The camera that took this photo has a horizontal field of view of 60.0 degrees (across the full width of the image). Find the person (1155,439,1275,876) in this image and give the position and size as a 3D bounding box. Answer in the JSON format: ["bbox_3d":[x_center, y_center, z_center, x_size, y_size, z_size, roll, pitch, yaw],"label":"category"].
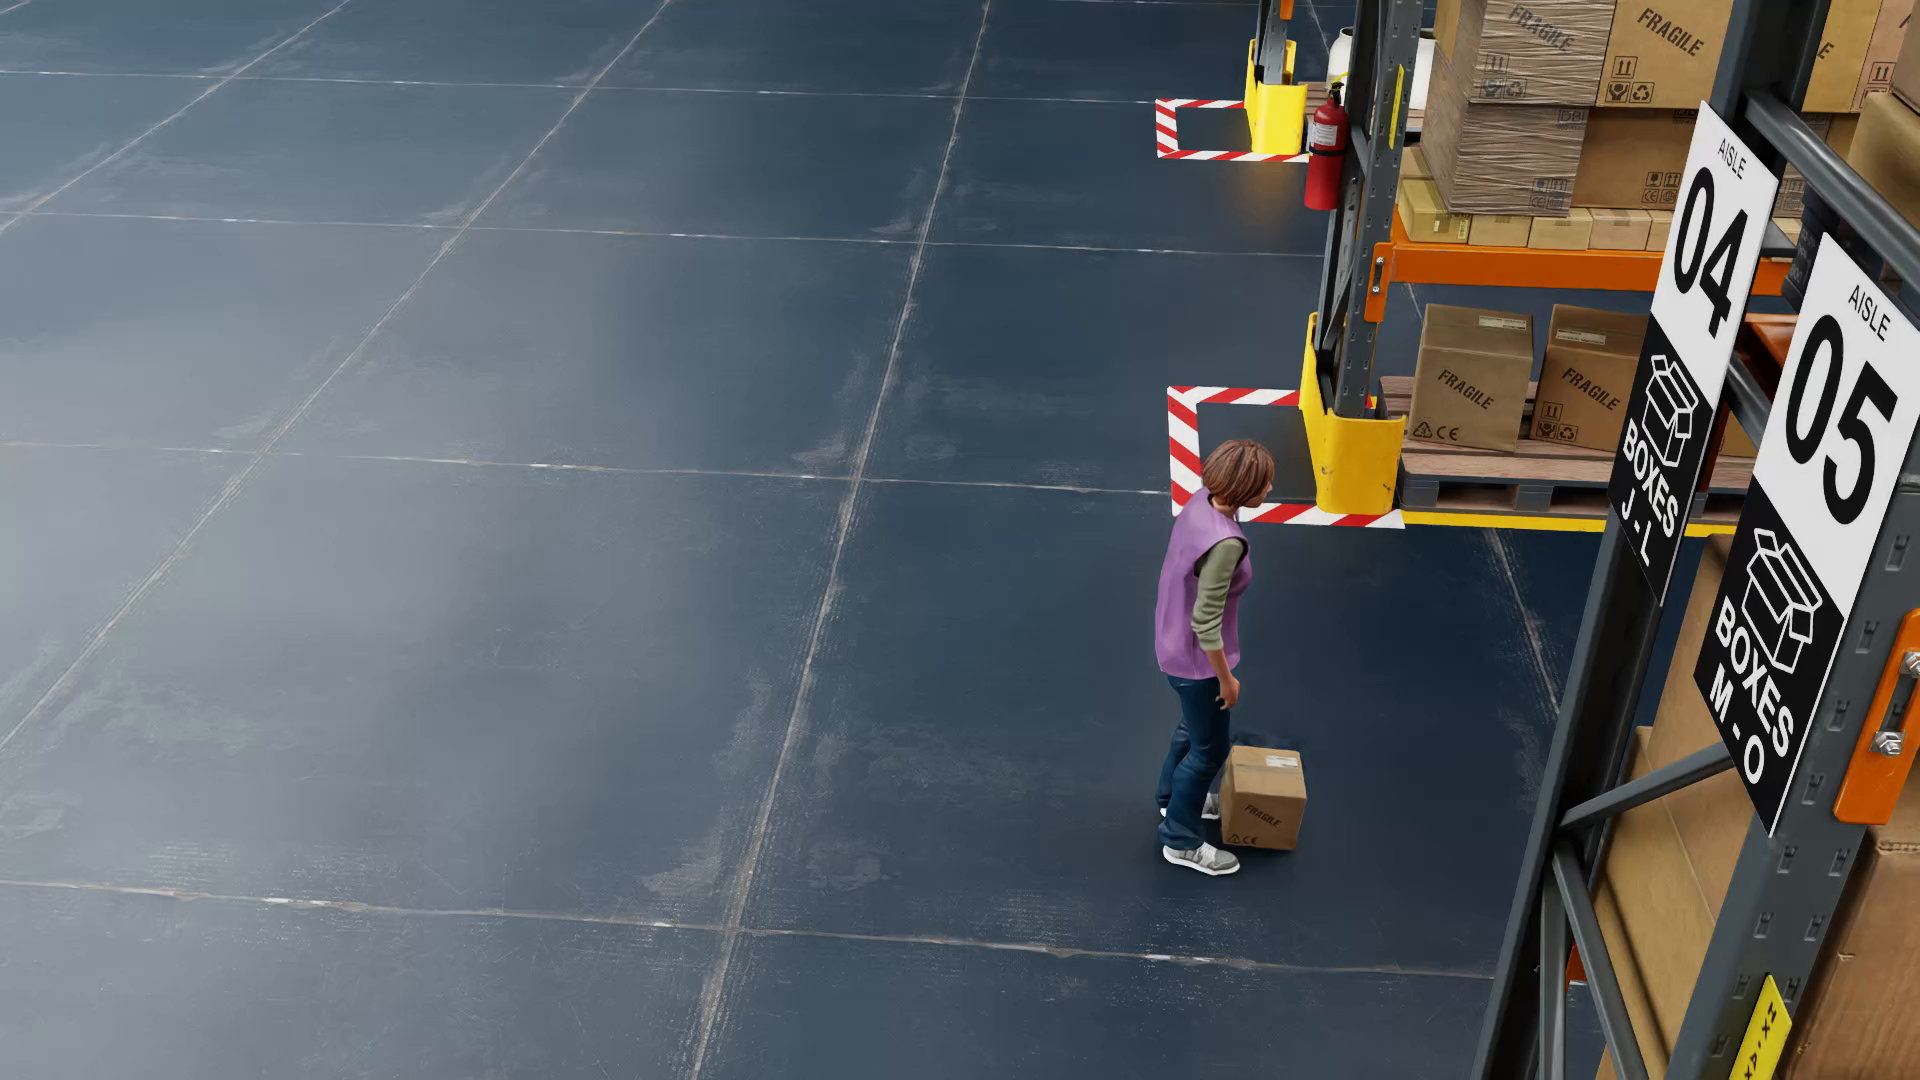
[{"bbox_3d":[0.821,0.377,5.553,0.343,1.594,0.459,2,32,2],"label":"person"}]
